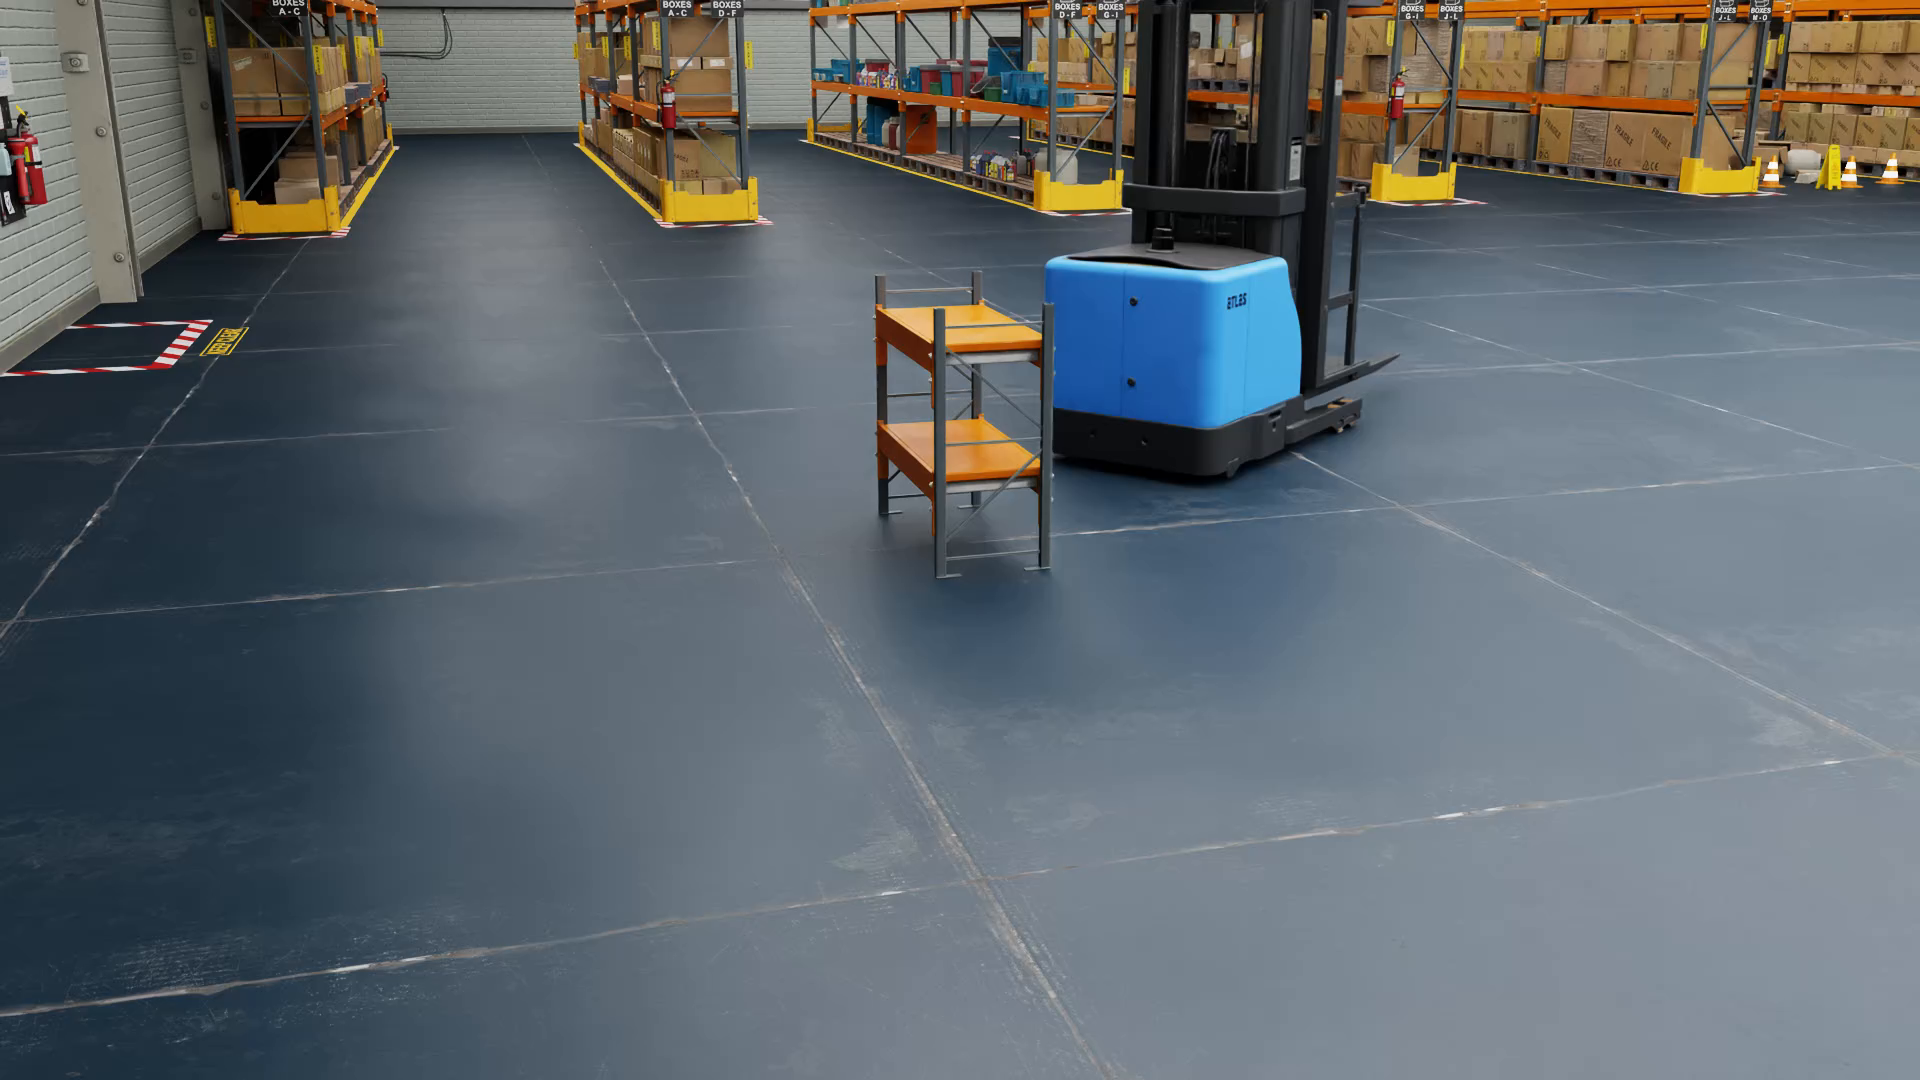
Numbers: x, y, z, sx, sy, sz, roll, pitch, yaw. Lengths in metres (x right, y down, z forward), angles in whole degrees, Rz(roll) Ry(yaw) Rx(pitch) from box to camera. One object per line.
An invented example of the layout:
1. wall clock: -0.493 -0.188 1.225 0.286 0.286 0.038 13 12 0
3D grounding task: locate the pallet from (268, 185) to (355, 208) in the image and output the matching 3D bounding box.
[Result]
1. pallet: -8.767 -4.640 22.533 1.003 0.211 1.213 -5 17 -15

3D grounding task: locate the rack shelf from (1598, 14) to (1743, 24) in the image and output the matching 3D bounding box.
1. rack shelf: 16.854 -12.369 39.451 1.077 0.370 4.000 -5 17 -15

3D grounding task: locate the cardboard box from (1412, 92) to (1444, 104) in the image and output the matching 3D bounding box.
1. cardboard box: 6.552 -6.205 23.331 0.380 0.149 0.250 -5 17 -15

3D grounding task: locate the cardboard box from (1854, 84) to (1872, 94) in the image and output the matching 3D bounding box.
1. cardboard box: 15.047 -7.462 27.517 0.380 0.149 0.250 -5 17 -15

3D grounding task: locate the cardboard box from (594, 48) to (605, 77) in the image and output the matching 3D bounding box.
1. cardboard box: -6.258 -8.680 30.229 0.700 0.500 0.500 -2 17 -6

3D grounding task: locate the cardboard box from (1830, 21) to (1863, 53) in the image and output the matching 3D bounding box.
1. cardboard box: 14.974 -8.364 27.652 0.700 0.500 0.500 -5 17 -16

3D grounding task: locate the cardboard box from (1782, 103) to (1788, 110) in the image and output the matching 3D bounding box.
1. cardboard box: 17.891 -9.343 35.830 0.380 0.149 0.250 -5 17 -16

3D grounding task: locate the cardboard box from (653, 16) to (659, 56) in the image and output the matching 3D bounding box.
1. cardboard box: -3.682 -6.682 22.054 0.700 0.500 0.500 -5 17 -15

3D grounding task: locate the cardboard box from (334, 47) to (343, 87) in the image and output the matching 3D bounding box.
1. cardboard box: -8.416 -6.212 21.840 0.500 0.500 0.500 -5 17 -16

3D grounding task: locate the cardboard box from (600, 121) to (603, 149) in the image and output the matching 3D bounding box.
1. cardboard box: -6.367 -7.478 30.714 0.500 0.500 0.500 -4 17 -14

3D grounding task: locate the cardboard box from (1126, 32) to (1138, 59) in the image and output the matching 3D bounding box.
1. cardboard box: 3.650 -9.537 32.071 0.797 0.503 0.637 -4 17 -13

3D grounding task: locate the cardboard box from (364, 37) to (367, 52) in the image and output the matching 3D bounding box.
1. cardboard box: -10.679 -8.680 29.104 0.500 0.250 0.500 -4 17 -14

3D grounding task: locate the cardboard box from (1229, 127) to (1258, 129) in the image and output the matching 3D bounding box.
1. cardboard box: 4.887 -6.807 28.479 0.700 0.500 0.500 -6 18 -20

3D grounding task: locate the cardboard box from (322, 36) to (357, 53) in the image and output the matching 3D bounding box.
1. cardboard box: -9.970 -7.978 26.769 0.500 0.250 0.500 -4 17 -14

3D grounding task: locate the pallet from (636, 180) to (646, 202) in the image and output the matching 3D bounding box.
1. pallet: -4.046 -4.993 23.707 1.003 0.211 1.213 -5 17 -15

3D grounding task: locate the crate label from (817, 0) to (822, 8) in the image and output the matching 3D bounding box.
1. crate label: -2.815 -11.346 35.054 0.408 0.251 0.502 -5 17 -15

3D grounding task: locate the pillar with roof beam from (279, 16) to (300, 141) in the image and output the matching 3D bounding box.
1. pillar with roof beam: -8.069 -11.711 30.795 9.100 9.000 0.400 -5 17 -15

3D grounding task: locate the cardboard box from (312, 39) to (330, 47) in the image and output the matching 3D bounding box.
1. cardboard box: -9.859 -7.654 25.652 0.380 0.149 0.250 -8 18 -24

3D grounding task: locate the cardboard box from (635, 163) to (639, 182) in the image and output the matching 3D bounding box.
1. cardboard box: -4.388 -5.284 23.877 0.500 0.250 0.500 -5 17 -15

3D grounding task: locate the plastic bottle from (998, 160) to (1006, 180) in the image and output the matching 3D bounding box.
1. plastic bottle: 0.632 -5.326 23.937 0.152 0.276 0.135 -5 17 -17

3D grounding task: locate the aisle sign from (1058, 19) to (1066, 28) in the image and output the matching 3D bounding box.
1. aisle sign: 2.273 -11.942 37.474 0.394 0.787 0.004 -5 17 -15

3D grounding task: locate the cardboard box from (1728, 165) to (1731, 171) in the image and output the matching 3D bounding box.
1. cardboard box: 12.342 -6.059 27.160 0.396 0.266 0.258 -2 17 -6

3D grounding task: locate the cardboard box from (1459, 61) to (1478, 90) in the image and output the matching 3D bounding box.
1. cardboard box: 9.279 -8.289 29.658 0.500 0.500 0.500 -5 17 -16

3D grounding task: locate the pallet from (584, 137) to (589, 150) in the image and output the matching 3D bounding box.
1. pallet: -7.281 -8.294 34.696 1.003 0.211 1.213 -5 17 -15

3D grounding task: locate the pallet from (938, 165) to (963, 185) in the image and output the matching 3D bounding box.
1. pallet: 0.286 -5.821 26.463 1.003 0.211 1.213 -5 17 -15

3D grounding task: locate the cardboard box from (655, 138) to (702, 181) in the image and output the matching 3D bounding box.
1. cardboard box: -3.558 -4.813 21.008 0.500 0.500 0.500 -5 17 -15

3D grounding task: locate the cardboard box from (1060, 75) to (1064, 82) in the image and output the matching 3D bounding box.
1. cardboard box: 2.351 -9.840 35.433 0.380 0.149 0.250 -5 17 -16

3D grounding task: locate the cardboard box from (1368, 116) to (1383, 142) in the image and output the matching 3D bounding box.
1. cardboard box: 8.428 -8.114 32.864 0.500 0.500 0.500 -4 17 -13

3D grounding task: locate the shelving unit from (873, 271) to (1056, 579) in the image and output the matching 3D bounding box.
1. shelving unit: -0.002 -0.541 7.296 0.538 1.125 1.048 -5 17 -15

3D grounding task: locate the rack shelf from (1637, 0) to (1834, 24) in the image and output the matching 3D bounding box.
1. rack shelf: 14.281 -9.762 30.775 1.077 0.370 4.000 -5 17 -15

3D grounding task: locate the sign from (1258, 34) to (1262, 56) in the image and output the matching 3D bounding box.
1. sign: 4.769 -7.843 26.337 0.100 0.325 0.005 -5 17 -15

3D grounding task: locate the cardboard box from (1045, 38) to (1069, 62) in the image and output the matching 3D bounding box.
1. cardboard box: 2.162 -10.648 36.125 0.500 0.500 0.500 -5 17 -17

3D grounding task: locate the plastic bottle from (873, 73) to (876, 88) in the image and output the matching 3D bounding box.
1. plastic bottle: -1.574 -8.581 31.028 0.097 0.271 0.097 0 17 0

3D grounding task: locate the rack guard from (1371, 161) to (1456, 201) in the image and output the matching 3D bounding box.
1. rack guard: 6.380 -5.051 23.399 1.175 0.500 0.348 -5 17 -15

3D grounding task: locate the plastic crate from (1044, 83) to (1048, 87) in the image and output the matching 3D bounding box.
1. plastic crate: 1.105 -6.586 24.423 0.499 0.251 0.616 -5 17 -15

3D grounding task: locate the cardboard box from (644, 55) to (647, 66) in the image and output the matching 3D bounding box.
1. cardboard box: -4.195 -6.680 23.174 0.380 0.149 0.250 -5 17 -17

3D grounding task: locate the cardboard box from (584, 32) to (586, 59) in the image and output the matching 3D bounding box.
1. cardboard box: -7.092 -9.691 32.590 0.500 0.500 0.500 -5 17 -15

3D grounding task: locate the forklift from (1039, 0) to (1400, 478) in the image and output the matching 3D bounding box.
1. forklift: 1.677 -2.083 9.293 1.130 2.935 3.031 11 20 33

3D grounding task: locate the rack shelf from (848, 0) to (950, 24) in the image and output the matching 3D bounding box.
1. rack shelf: -1.109 -9.694 30.546 1.077 0.370 4.000 -5 17 -15

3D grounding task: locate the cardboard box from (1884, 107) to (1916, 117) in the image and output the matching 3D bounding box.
1. cardboard box: 15.227 -6.932 26.933 0.380 0.149 0.250 -4 17 -14

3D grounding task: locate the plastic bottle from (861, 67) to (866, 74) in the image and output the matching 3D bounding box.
1. plastic bottle: -1.863 -8.997 32.276 0.144 0.351 0.185 -5 17 -15

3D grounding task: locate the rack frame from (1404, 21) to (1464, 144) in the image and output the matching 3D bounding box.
1. rack frame: 8.999 -8.804 31.548 1.000 3.000 0.127 -5 17 -15

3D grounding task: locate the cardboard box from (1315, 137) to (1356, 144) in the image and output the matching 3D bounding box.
1. cardboard box: 5.784 -5.901 25.496 0.500 0.500 0.500 -6 18 -20

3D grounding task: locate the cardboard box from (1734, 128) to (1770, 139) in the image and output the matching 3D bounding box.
1. cardboard box: 14.483 -7.403 30.722 0.950 0.372 0.625 -4 17 -12

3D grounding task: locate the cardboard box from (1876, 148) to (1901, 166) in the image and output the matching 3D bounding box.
1. cardboard box: 15.314 -6.241 27.065 0.500 0.250 0.500 -5 17 -15

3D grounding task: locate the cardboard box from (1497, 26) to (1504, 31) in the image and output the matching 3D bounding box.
1. cardboard box: 12.214 -11.379 37.079 0.380 0.149 0.250 -5 17 -15

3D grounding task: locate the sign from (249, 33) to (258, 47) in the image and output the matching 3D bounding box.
1. sign: -9.519 -6.669 22.426 0.100 0.325 0.005 -5 17 -15

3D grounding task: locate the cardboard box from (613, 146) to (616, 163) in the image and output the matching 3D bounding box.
1. cardboard box: -5.462 -6.374 27.508 0.500 0.250 0.500 -5 17 -15

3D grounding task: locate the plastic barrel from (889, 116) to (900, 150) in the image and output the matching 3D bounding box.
1. plastic barrel: -1.021 -7.541 30.805 0.600 0.588 0.708 -5 17 -15

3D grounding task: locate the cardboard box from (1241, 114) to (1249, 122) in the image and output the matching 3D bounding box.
1. cardboard box: 6.719 -9.750 38.405 0.380 0.149 0.250 -5 17 -16

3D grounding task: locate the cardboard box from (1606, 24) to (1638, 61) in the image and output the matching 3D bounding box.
1. cardboard box: 10.599 -7.733 25.844 0.875 0.550 0.500 -5 17 -15

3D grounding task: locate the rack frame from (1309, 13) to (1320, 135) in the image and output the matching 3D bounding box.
1. rack frame: 5.302 -7.334 26.653 1.000 3.000 0.127 -5 17 -15

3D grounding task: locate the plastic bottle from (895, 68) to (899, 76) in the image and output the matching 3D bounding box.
1. plastic bottle: -1.180 -8.840 31.754 0.144 0.351 0.185 -5 17 -15

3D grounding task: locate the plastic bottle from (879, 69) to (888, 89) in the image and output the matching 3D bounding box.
1. plastic bottle: -1.399 -8.467 30.510 0.144 0.351 0.185 -5 17 -15

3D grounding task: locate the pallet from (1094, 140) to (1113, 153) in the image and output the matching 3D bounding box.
1. pallet: 3.388 -8.004 33.730 1.003 0.211 1.213 -5 17 -15
